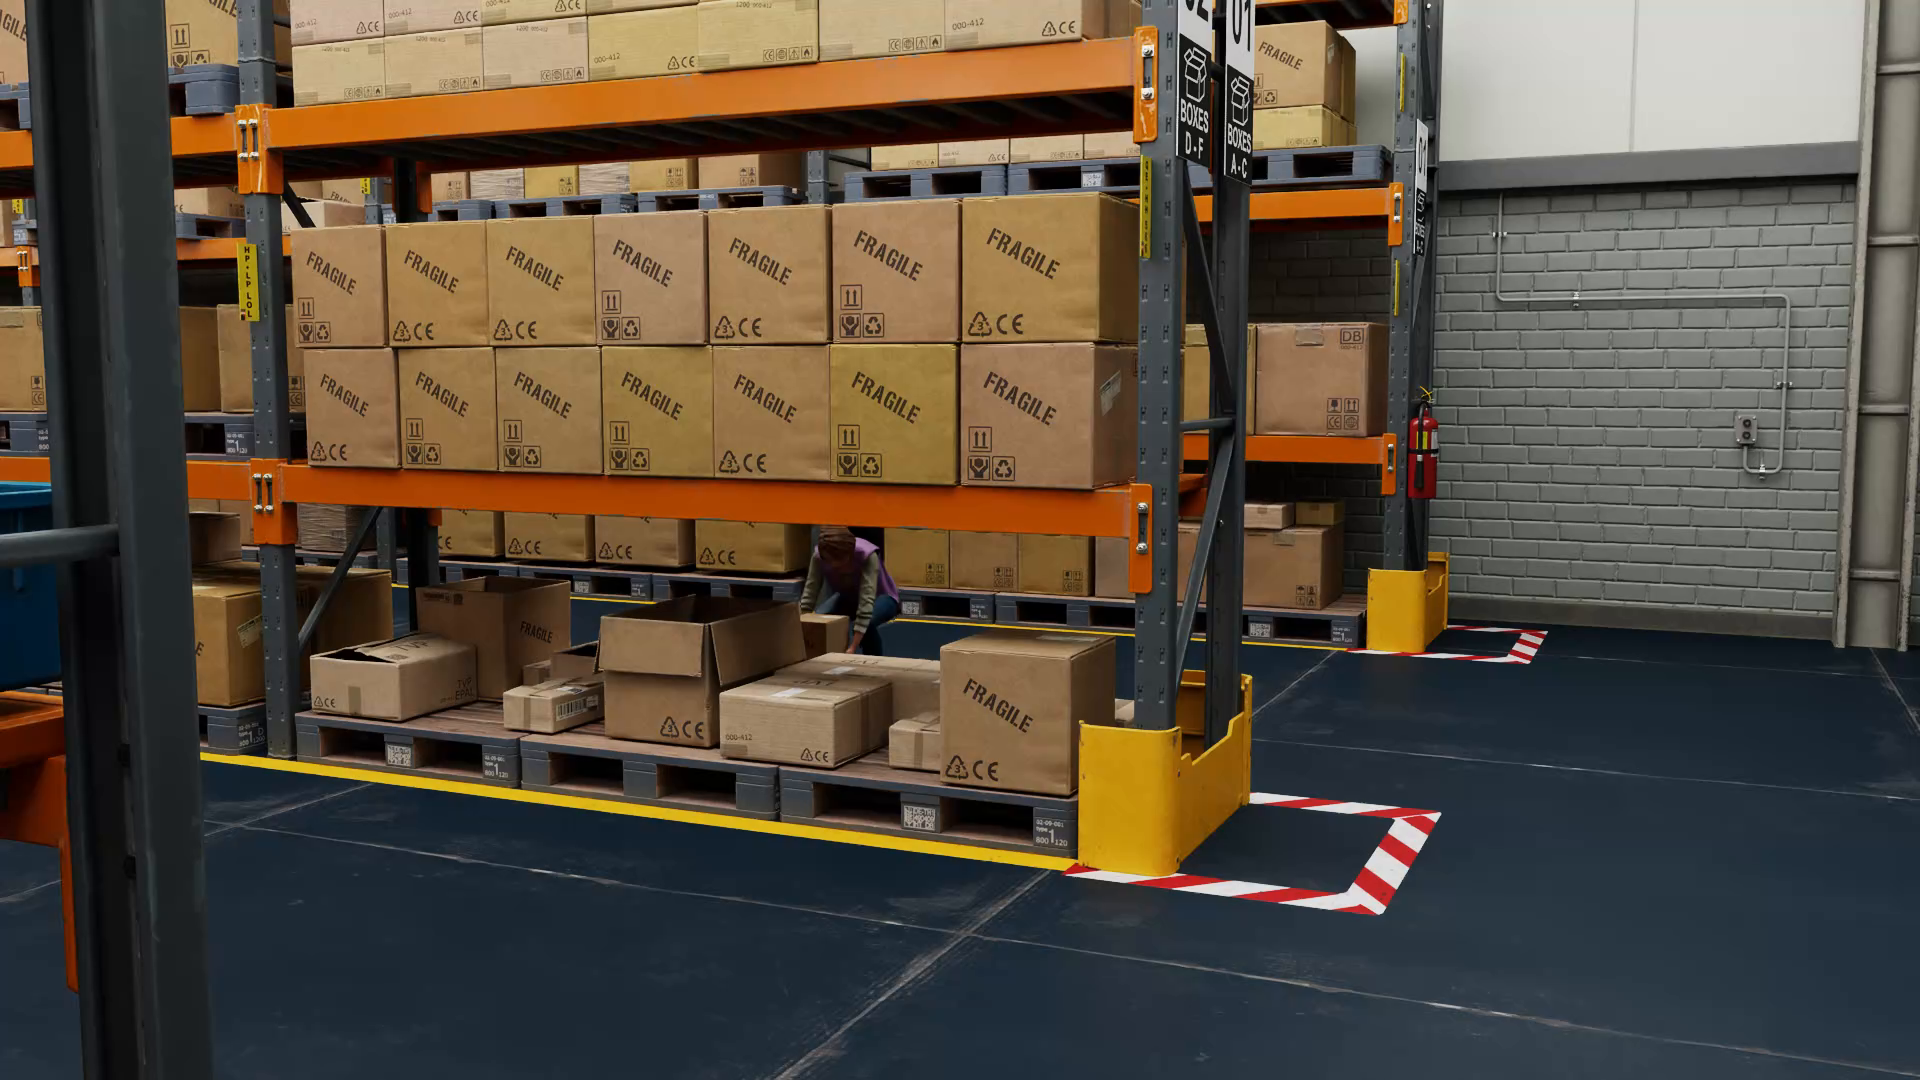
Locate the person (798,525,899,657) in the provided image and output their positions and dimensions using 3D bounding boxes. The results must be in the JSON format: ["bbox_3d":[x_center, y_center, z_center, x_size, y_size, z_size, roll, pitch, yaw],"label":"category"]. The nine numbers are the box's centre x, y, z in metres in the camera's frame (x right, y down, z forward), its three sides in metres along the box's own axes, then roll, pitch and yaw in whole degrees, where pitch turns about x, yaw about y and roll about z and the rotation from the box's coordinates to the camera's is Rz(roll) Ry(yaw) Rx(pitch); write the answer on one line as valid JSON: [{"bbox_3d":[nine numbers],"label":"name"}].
[{"bbox_3d":[-0.574,0.358,8.823,0.449,0.919,0.797,3,6,23],"label":"person"}]
